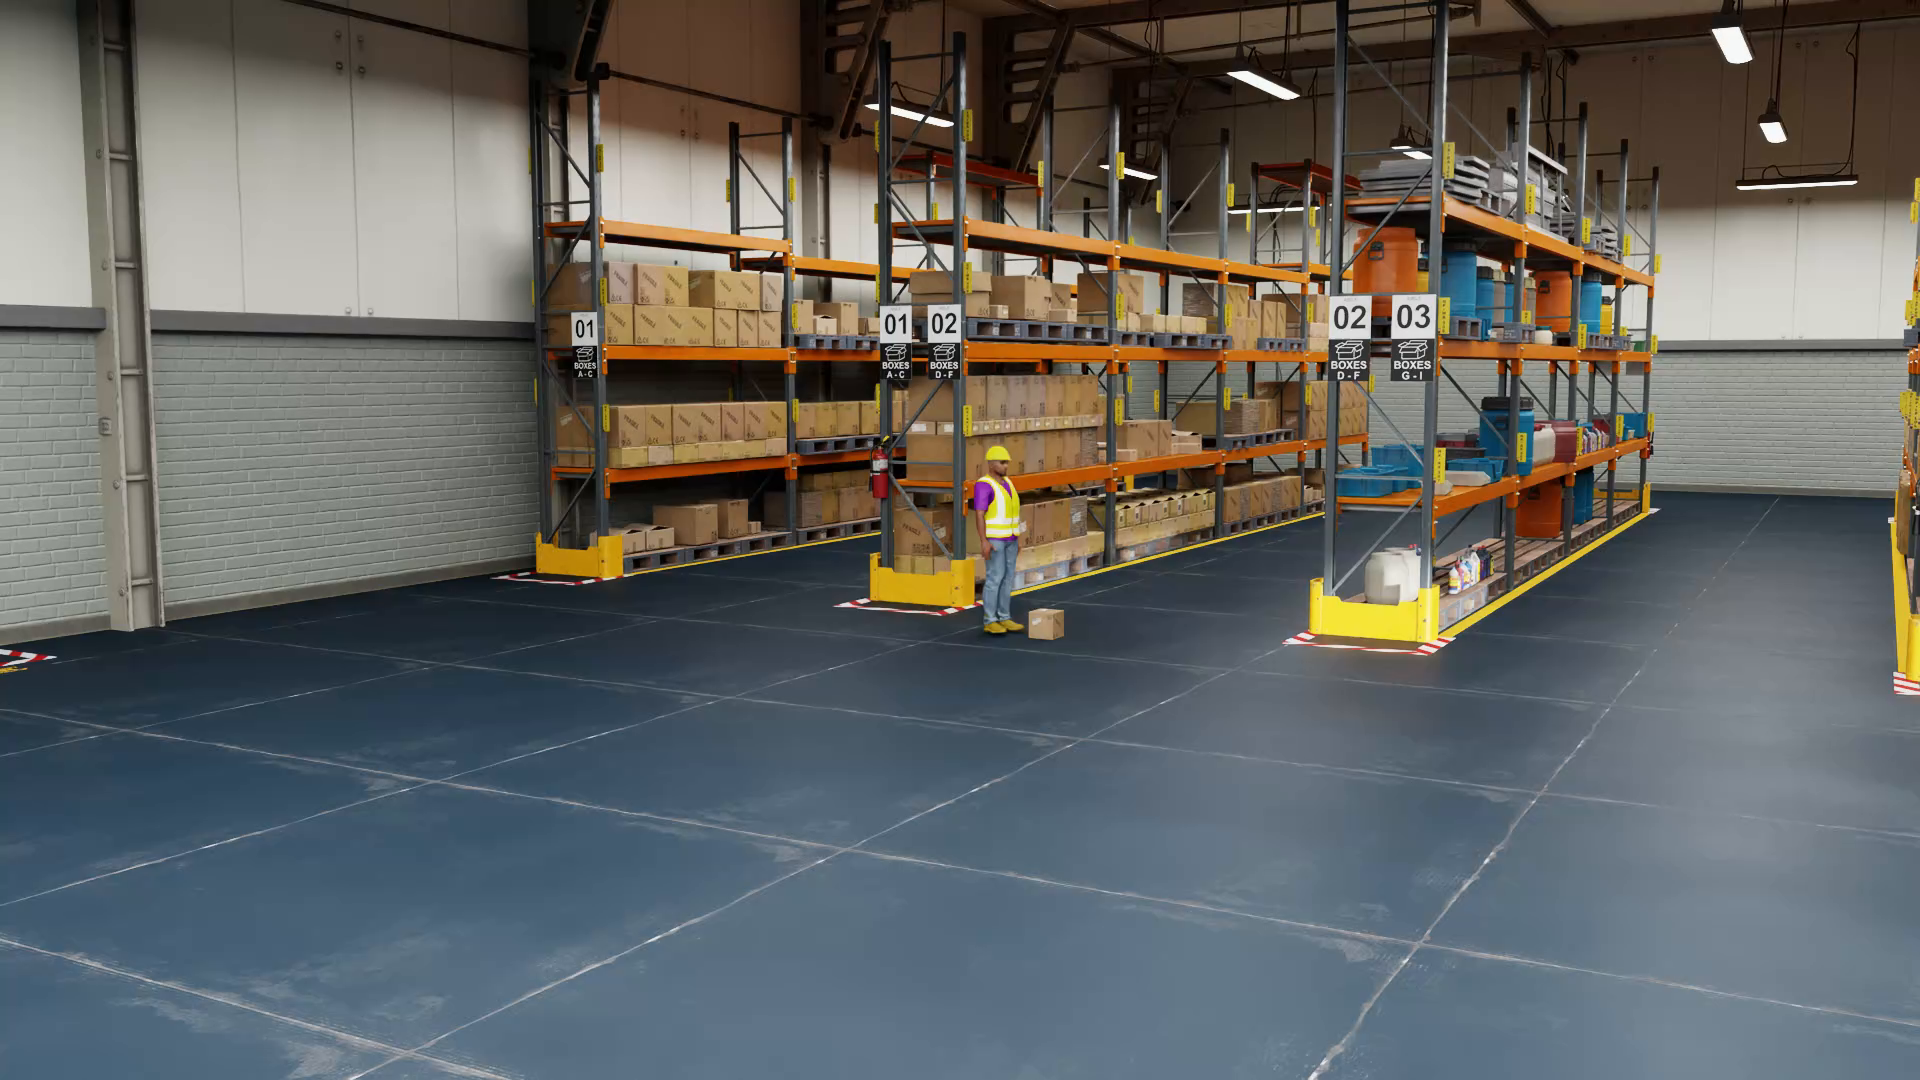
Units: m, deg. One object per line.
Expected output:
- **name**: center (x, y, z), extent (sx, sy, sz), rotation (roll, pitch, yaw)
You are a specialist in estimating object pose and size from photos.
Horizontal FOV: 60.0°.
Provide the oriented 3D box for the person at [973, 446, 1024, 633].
- **person**: center (0.372, -0.006, 15.847), extent (0.380, 1.768, 0.576), rotation (4, 7, 34)
